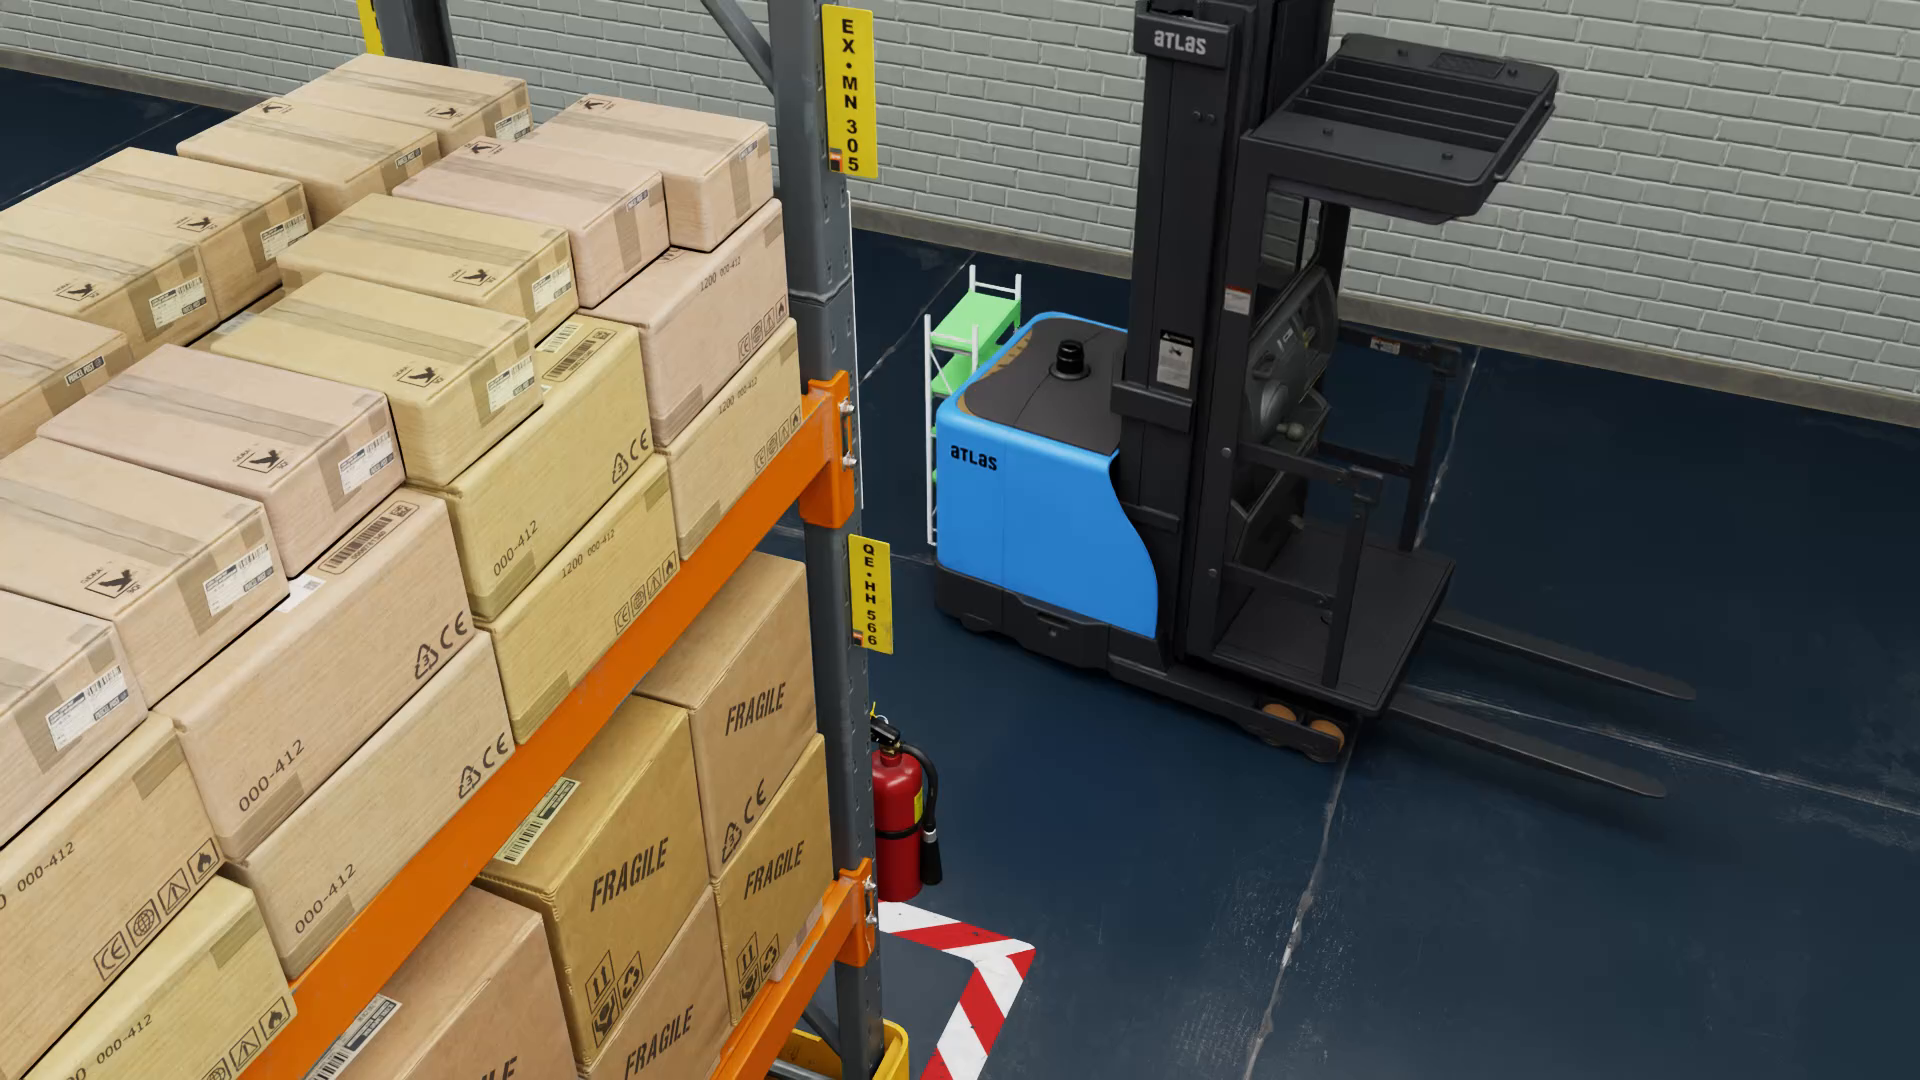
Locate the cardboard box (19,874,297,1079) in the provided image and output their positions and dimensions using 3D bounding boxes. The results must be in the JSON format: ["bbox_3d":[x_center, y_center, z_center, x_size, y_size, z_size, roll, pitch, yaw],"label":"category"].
[{"bbox_3d":[-1.212,0.606,2.053,0.500,0.250,0.500,16,40,20],"label":"cardboard box"}]

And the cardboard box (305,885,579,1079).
[{"bbox_3d":[-1.037,0.902,2.871,0.500,0.500,0.500,16,40,20],"label":"cardboard box"}]

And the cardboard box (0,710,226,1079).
[{"bbox_3d":[-1.245,0.396,1.917,0.500,0.250,0.500,12,38,16],"label":"cardboard box"}]

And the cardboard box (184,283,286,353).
[{"bbox_3d":[-1.316,-0.287,2.831,0.500,0.250,0.500,13,39,17],"label":"cardboard box"}]

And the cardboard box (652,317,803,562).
[{"bbox_3d":[-0.639,-0.248,3.196,0.500,0.250,0.500,13,39,17],"label":"cardboard box"}]

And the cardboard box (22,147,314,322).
[{"bbox_3d":[-1.329,-0.522,2.812,0.380,0.149,0.250,14,39,18],"label":"cardboard box"}]

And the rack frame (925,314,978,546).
[{"bbox_3d":[-0.036,-0.440,7.337,0.240,1.200,0.015,14,39,18],"label":"rack frame"}]

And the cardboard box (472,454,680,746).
[{"bbox_3d":[-0.827,0.036,2.816,0.500,0.250,0.500,14,39,18],"label":"cardboard box"}]

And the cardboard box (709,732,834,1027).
[{"bbox_3d":[-0.644,0.729,3.937,0.500,0.500,0.500,15,39,19],"label":"cardboard box"}]

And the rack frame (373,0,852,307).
[{"bbox_3d":[-0.711,-1.822,2.671,1.000,3.000,0.127,14,39,18],"label":"rack frame"}]

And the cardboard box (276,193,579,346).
[{"bbox_3d":[-0.847,-0.413,2.666,0.380,0.149,0.250,13,39,16],"label":"cardboard box"}]

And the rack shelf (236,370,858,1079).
[{"bbox_3d":[-1.472,0.775,2.303,1.077,0.370,4.000,14,39,18],"label":"rack shelf"}]

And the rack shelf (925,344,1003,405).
[{"bbox_3d":[0.060,-0.715,7.411,0.258,0.148,0.480,14,39,18],"label":"rack shelf"}]

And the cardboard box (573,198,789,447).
[{"bbox_3d":[-0.651,-0.447,3.045,0.500,0.250,0.500,13,39,16],"label":"cardboard box"}]

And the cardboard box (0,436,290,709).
[{"bbox_3d":[-1.082,0.033,2.070,0.380,0.149,0.250,15,39,19],"label":"cardboard box"}]

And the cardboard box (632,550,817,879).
[{"bbox_3d":[-0.655,0.332,3.634,0.500,0.500,0.500,13,39,17],"label":"cardboard box"}]

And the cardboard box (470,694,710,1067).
[{"bbox_3d":[-0.848,0.612,3.259,0.500,0.500,0.500,13,39,16],"label":"cardboard box"}]

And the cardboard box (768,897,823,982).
[{"bbox_3d":[-0.574,0.927,4.215,0.380,0.149,0.250,14,39,18],"label":"cardboard box"}]

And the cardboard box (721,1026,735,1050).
[{"bbox_3d":[-0.703,1.056,4.042,0.380,0.149,0.250,14,39,18],"label":"cardboard box"}]

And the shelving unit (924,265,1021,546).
[{"bbox_3d":[0.060,-0.574,7.516,0.258,1.200,0.503,14,39,18],"label":"shelving unit"}]

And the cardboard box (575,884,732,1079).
[{"bbox_3d":[-0.845,1.013,3.557,0.500,0.500,0.500,13,39,17],"label":"cardboard box"}]

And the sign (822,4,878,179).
[{"bbox_3d":[-0.205,-0.837,3.120,0.100,0.325,0.005,14,39,18],"label":"sign"}]

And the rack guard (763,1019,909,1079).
[{"bbox_3d":[-0.740,1.624,5.159,1.175,0.500,0.348,14,39,18],"label":"rack guard"}]

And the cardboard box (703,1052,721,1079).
[{"bbox_3d":[-0.784,1.198,3.851,0.380,0.149,0.250,13,39,17],"label":"cardboard box"}]

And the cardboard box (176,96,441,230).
[{"bbox_3d":[-1.158,-0.656,2.991,0.380,0.149,0.250,15,39,20],"label":"cardboard box"}]

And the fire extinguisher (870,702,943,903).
[{"bbox_3d":[-0.188,0.727,4.648,0.296,0.674,0.183,14,39,18],"label":"fire extinguisher"}]

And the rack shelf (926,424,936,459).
[{"bbox_3d":[0.060,-0.523,7.555,0.258,0.148,0.480,14,39,18],"label":"rack shelf"}]

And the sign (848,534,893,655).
[{"bbox_3d":[-0.205,0.128,3.842,0.100,0.325,0.005,14,39,18],"label":"sign"}]

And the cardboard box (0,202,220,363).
[{"bbox_3d":[-1.422,-0.388,2.632,0.380,0.149,0.250,14,39,18],"label":"cardboard box"}]

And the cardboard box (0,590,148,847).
[{"bbox_3d":[-1.172,0.178,1.876,0.380,0.149,0.250,13,39,16],"label":"cardboard box"}]

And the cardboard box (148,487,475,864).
[{"bbox_3d":[-1.042,0.119,2.288,0.500,0.250,0.500,14,39,18],"label":"cardboard box"}]

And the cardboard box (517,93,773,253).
[{"bbox_3d":[-0.566,-0.669,3.009,0.380,0.149,0.250,14,39,17],"label":"cardboard box"}]

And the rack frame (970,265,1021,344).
[{"bbox_3d":[0.157,-0.709,7.696,0.240,1.200,0.015,14,39,18],"label":"rack frame"}]

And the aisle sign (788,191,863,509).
[{"bbox_3d":[-0.406,-0.432,3.651,0.394,0.787,0.004,14,39,18],"label":"aisle sign"}]

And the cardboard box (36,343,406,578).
[{"bbox_3d":[-1.000,-0.115,2.268,0.380,0.149,0.250,13,39,17],"label":"cardboard box"}]

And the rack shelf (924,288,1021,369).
[{"bbox_3d":[0.060,-0.908,7.267,0.258,0.148,0.480,14,39,18],"label":"rack shelf"}]

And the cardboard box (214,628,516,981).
[{"bbox_3d":[-1.028,0.308,2.453,0.500,0.250,0.500,16,39,20],"label":"cardboard box"}]

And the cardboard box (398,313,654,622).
[{"bbox_3d":[-0.844,-0.164,2.666,0.500,0.250,0.500,13,39,17],"label":"cardboard box"}]

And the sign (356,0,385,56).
[{"bbox_3d":[-1.213,-1.094,3.473,0.100,0.325,0.005,14,39,18],"label":"sign"}]

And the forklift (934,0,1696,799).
[{"bbox_3d":[1.427,-0.661,6.187,3.031,2.935,1.130,18,41,23],"label":"forklift"}]

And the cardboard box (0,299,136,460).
[{"bbox_3d":[-1.423,-0.221,2.409,0.380,0.149,0.250,15,39,19],"label":"cardboard box"}]

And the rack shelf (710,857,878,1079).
[{"bbox_3d":[-1.472,1.977,3.201,1.077,0.370,4.000,14,39,18],"label":"rack shelf"}]

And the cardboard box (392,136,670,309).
[{"bbox_3d":[-0.730,-0.550,2.850,0.380,0.149,0.250,14,39,18],"label":"cardboard box"}]

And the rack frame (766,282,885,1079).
[{"bbox_3d":[-0.711,0.581,4.467,1.000,3.000,0.127,14,39,18],"label":"rack frame"}]

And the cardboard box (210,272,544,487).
[{"bbox_3d":[-0.847,-0.242,2.437,0.380,0.149,0.250,14,39,18],"label":"cardboard box"}]

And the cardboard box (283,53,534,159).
[{"bbox_3d":[-1.045,-0.793,3.174,0.380,0.149,0.250,14,39,17],"label":"cardboard box"}]

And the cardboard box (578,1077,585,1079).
[{"bbox_3d":[-1.029,1.296,3.178,0.500,0.500,0.500,14,39,18],"label":"cardboard box"}]

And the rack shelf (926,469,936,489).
[{"bbox_3d":[0.060,-0.331,7.698,0.258,0.148,0.480,14,39,18],"label":"rack shelf"}]
